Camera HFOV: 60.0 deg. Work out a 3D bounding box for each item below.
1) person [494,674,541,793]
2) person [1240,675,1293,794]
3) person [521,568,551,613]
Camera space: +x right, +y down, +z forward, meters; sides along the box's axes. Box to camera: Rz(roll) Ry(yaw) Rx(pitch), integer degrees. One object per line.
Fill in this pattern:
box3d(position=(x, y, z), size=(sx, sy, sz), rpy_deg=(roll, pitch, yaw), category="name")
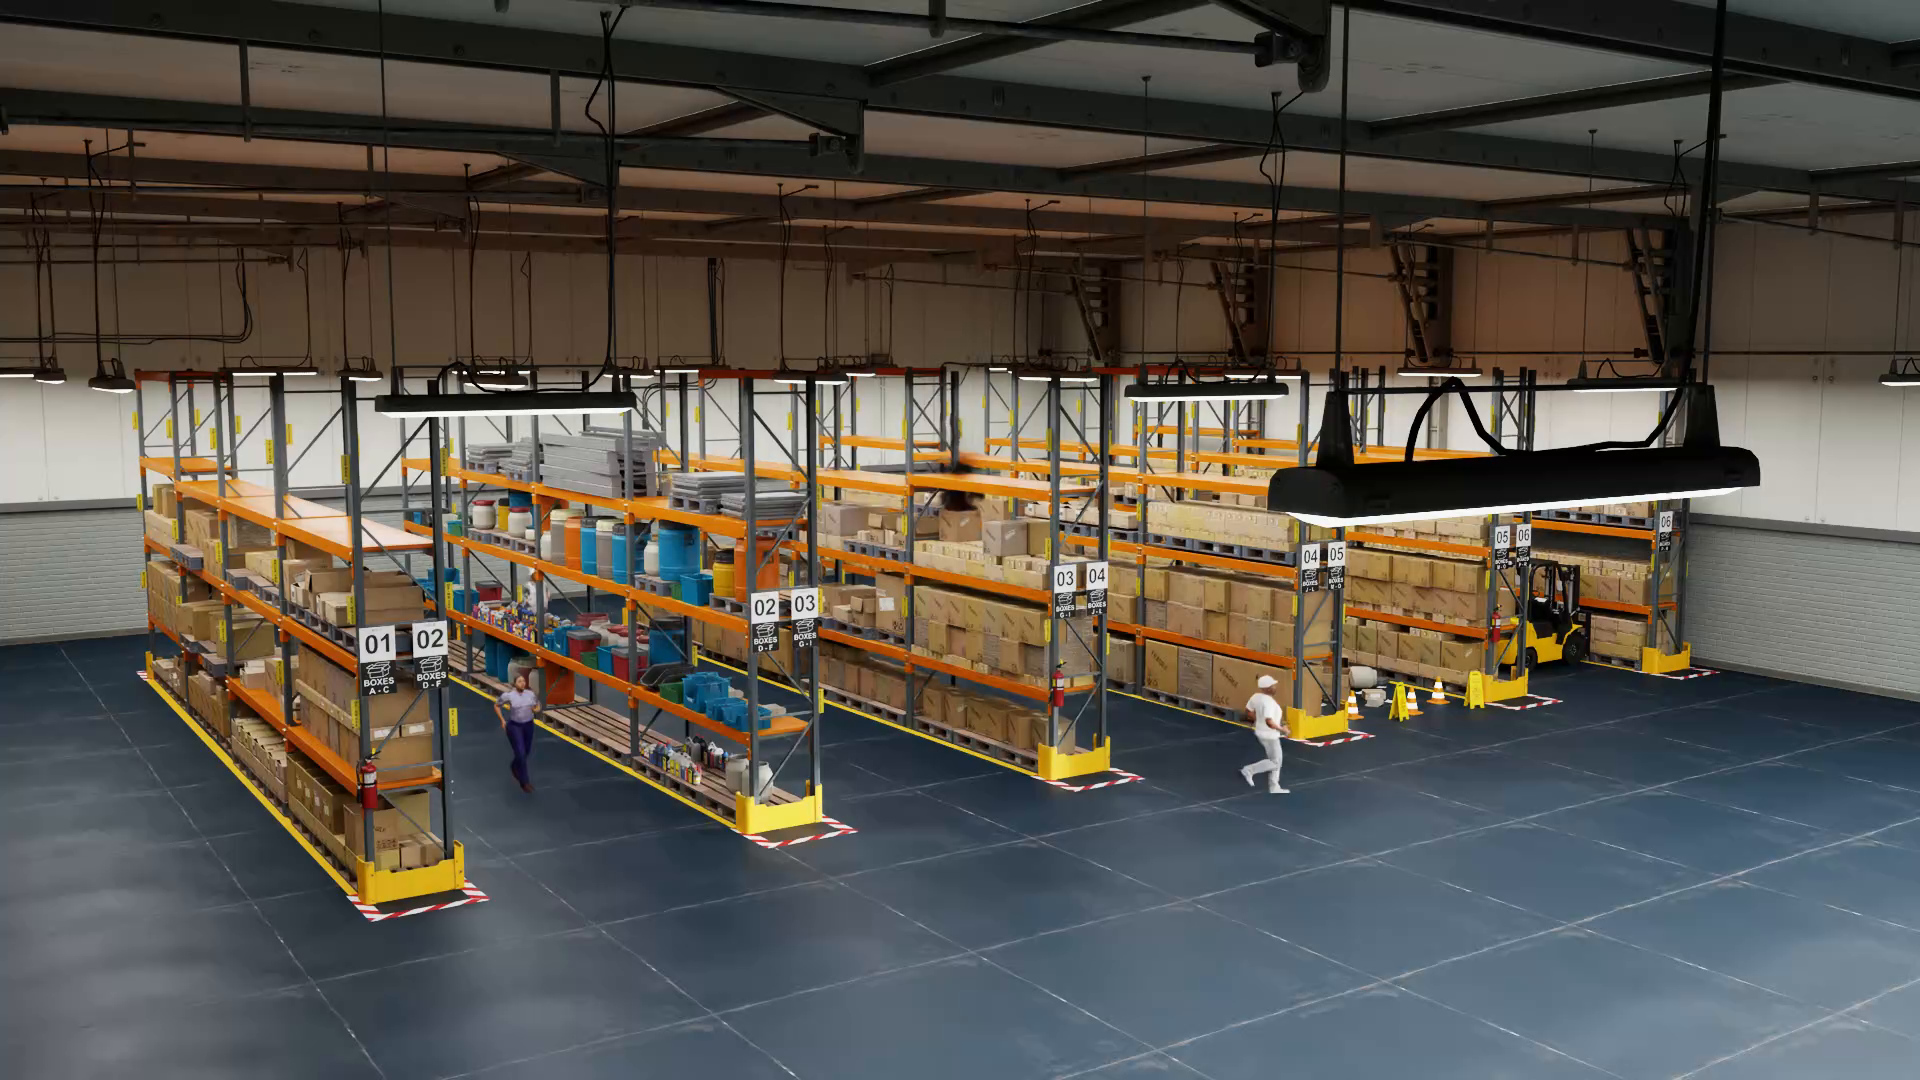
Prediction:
box3d(position=(-6.400, 2.771, 24.207), size=(0.596, 1.668, 0.903), rpy_deg=(-6, 9, -44), category="person")
box3d(position=(4.360, 2.794, 23.780), size=(0.780, 1.738, 0.699), rpy_deg=(-1, 7, -10), category="person")
box3d(position=(-9.027, 1.470, 35.409), size=(0.671, 1.779, 0.858), rpy_deg=(-6, 9, -43), category="person")
